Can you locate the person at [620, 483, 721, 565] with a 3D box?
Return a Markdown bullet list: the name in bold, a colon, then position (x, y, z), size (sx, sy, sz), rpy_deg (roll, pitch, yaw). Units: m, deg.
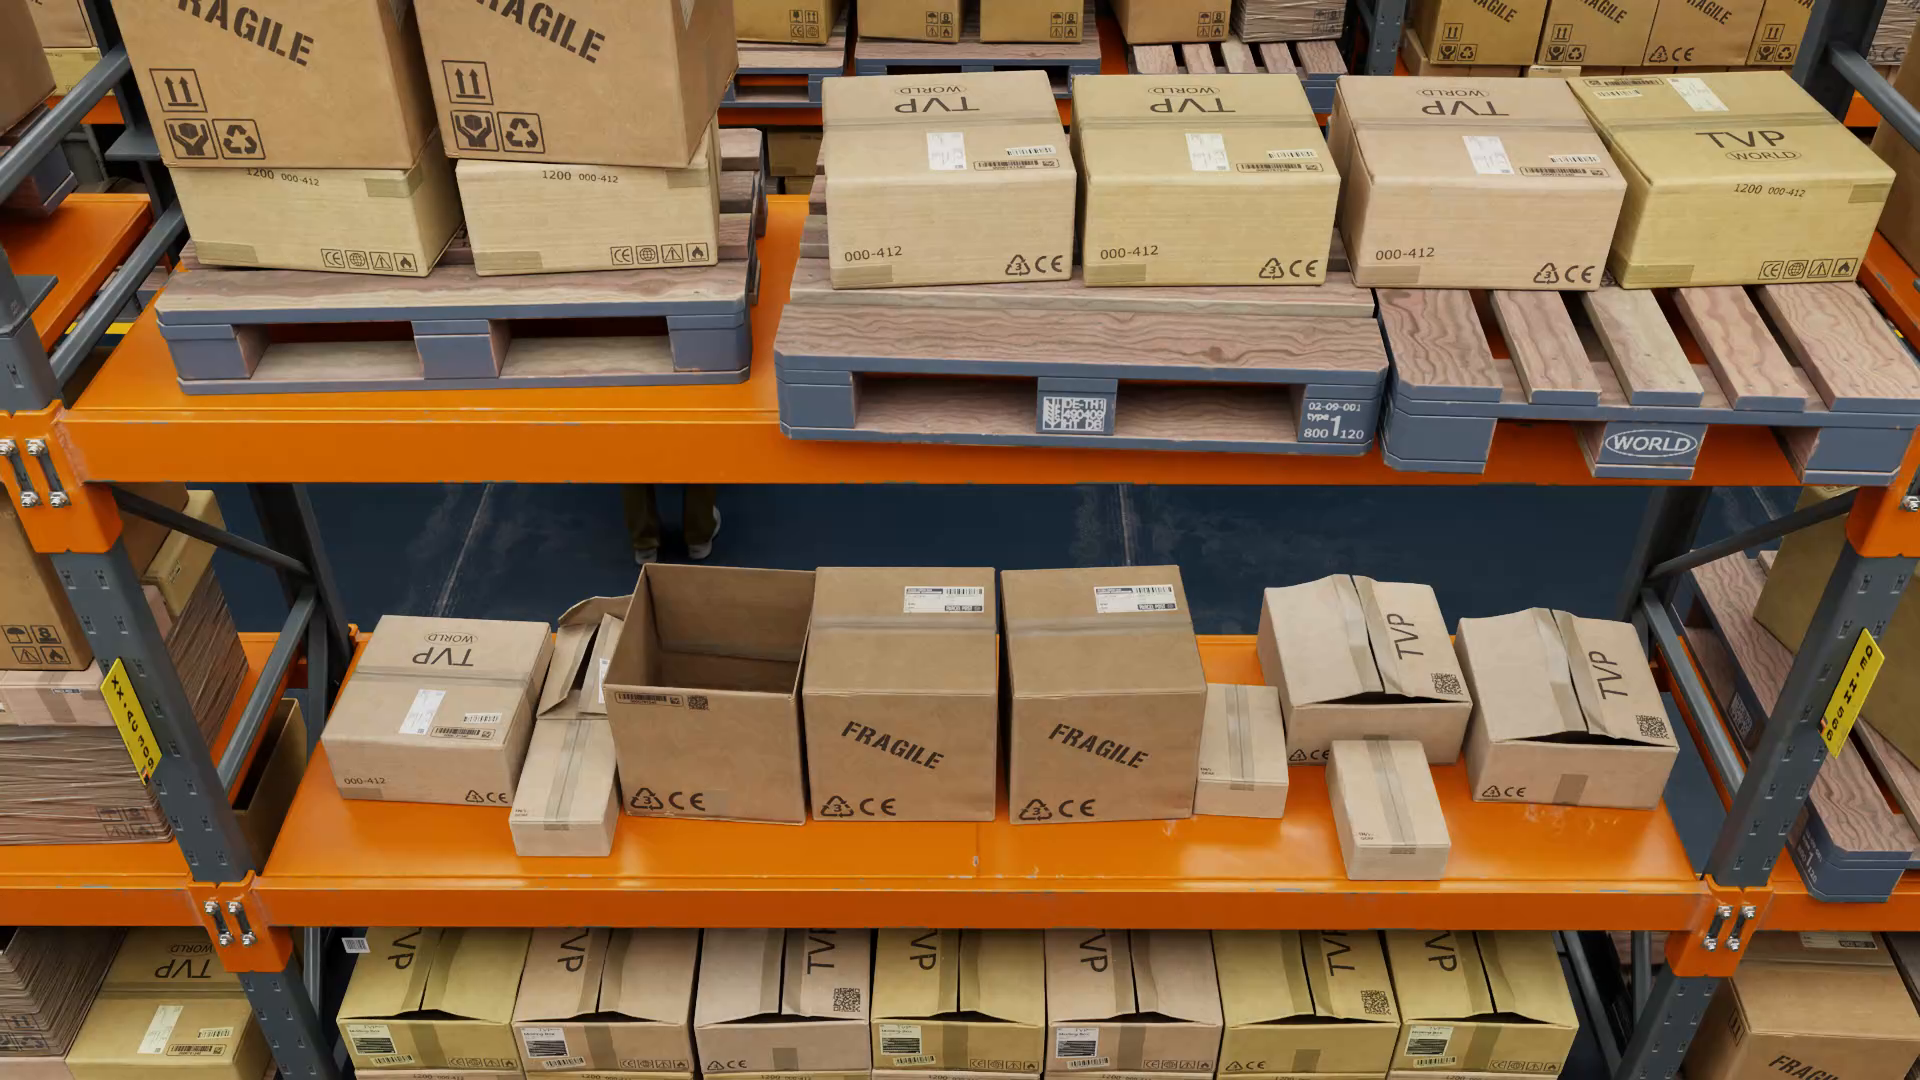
- **person**: position (-1.290, -0.606, 7.330), size (0.556, 1.254, 0.929), rpy_deg (-1, 39, -1)
